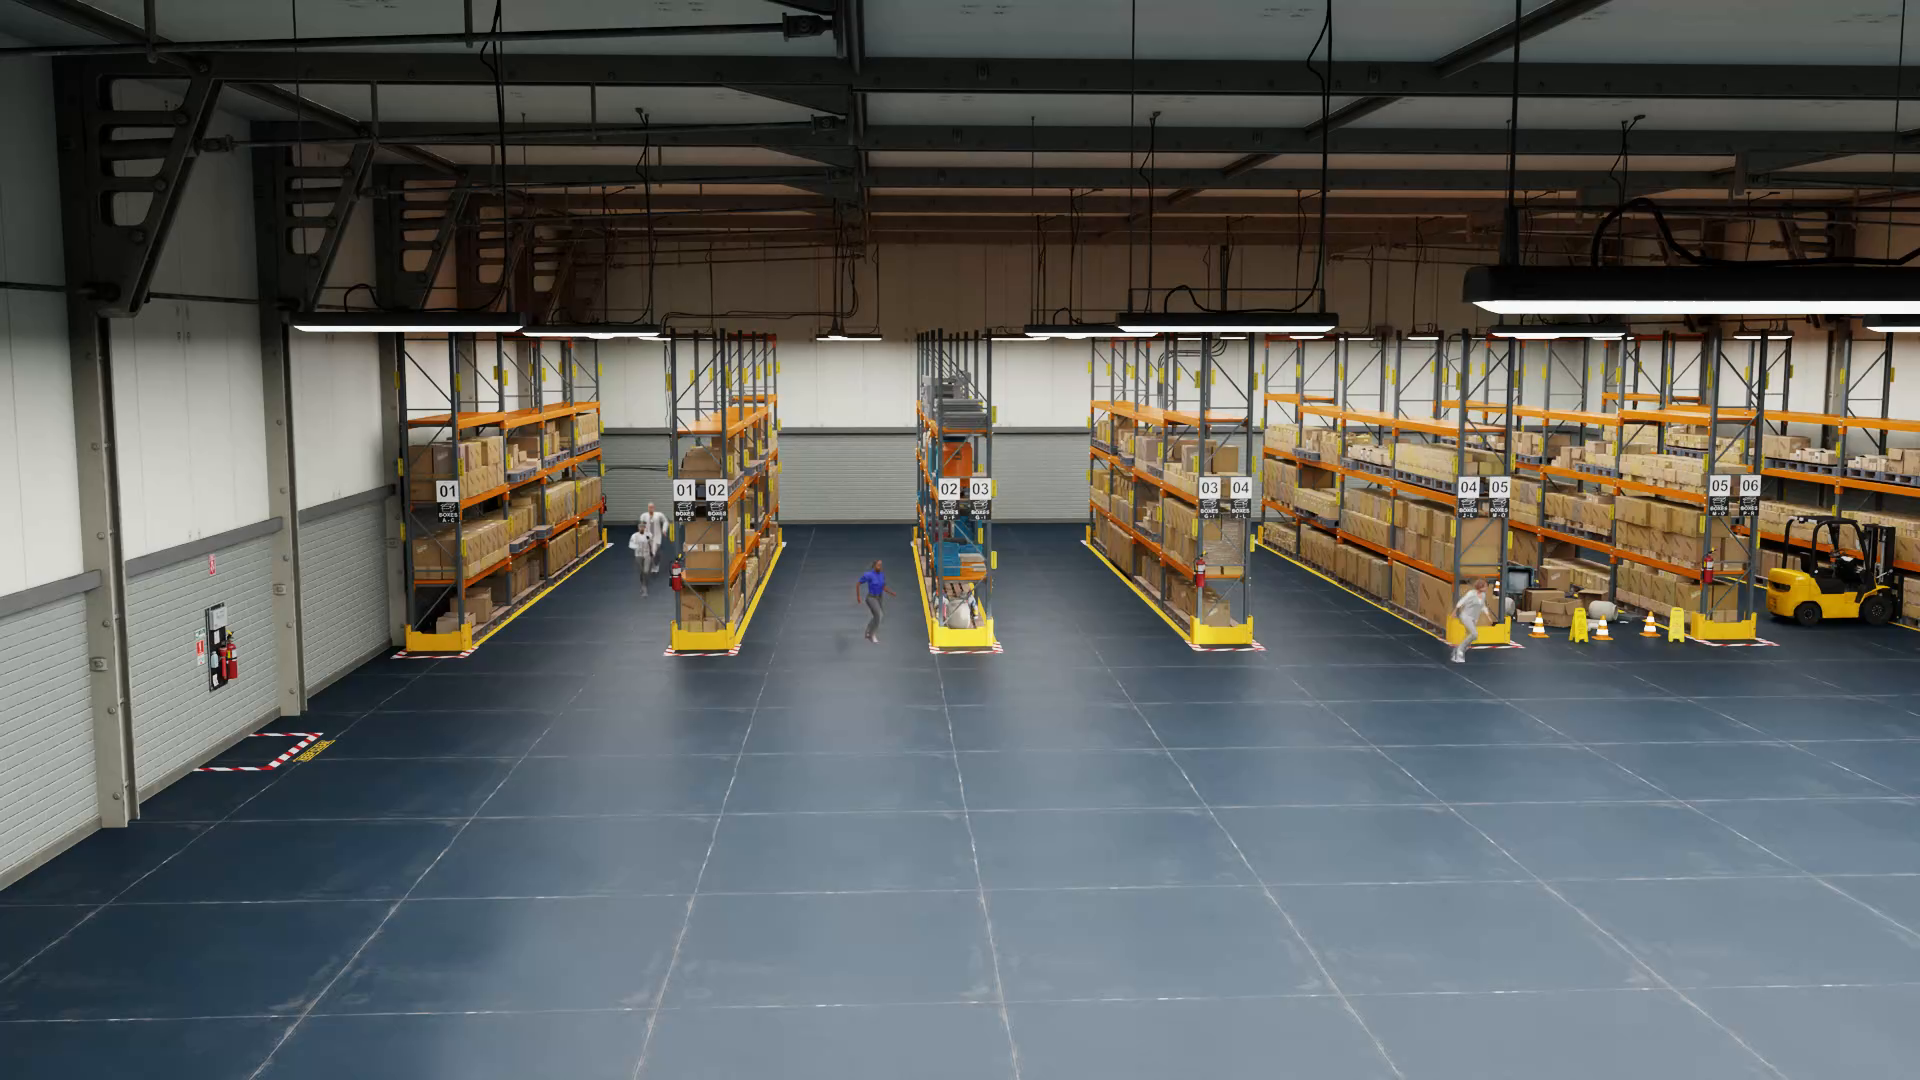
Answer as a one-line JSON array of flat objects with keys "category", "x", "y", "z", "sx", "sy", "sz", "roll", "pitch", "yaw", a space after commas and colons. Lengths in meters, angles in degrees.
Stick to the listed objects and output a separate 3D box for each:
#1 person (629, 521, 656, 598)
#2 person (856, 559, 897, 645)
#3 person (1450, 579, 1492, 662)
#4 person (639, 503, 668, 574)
[{"category": "person", "x": -7.240, "y": 0.410, "z": 37.947, "sx": 0.556, "sy": 1.739, "sz": 0.844, "roll": 0, "pitch": 7, "yaw": -3}, {"category": "person", "x": -1.608, "y": 1.185, "z": 31.774, "sx": 0.762, "sy": 1.656, "sz": 0.573, "roll": 6, "pitch": 9, "yaw": 41}, {"category": "person", "x": 9.202, "y": 1.449, "z": 29.866, "sx": 0.518, "sy": 1.530, "sz": 0.691, "roll": -5, "pitch": 8, "yaw": -36}, {"category": "person", "x": -7.683, "y": -0.043, "z": 41.535, "sx": 0.656, "sy": 1.780, "sz": 0.849, "roll": 1, "pitch": 7, "yaw": 4}]
